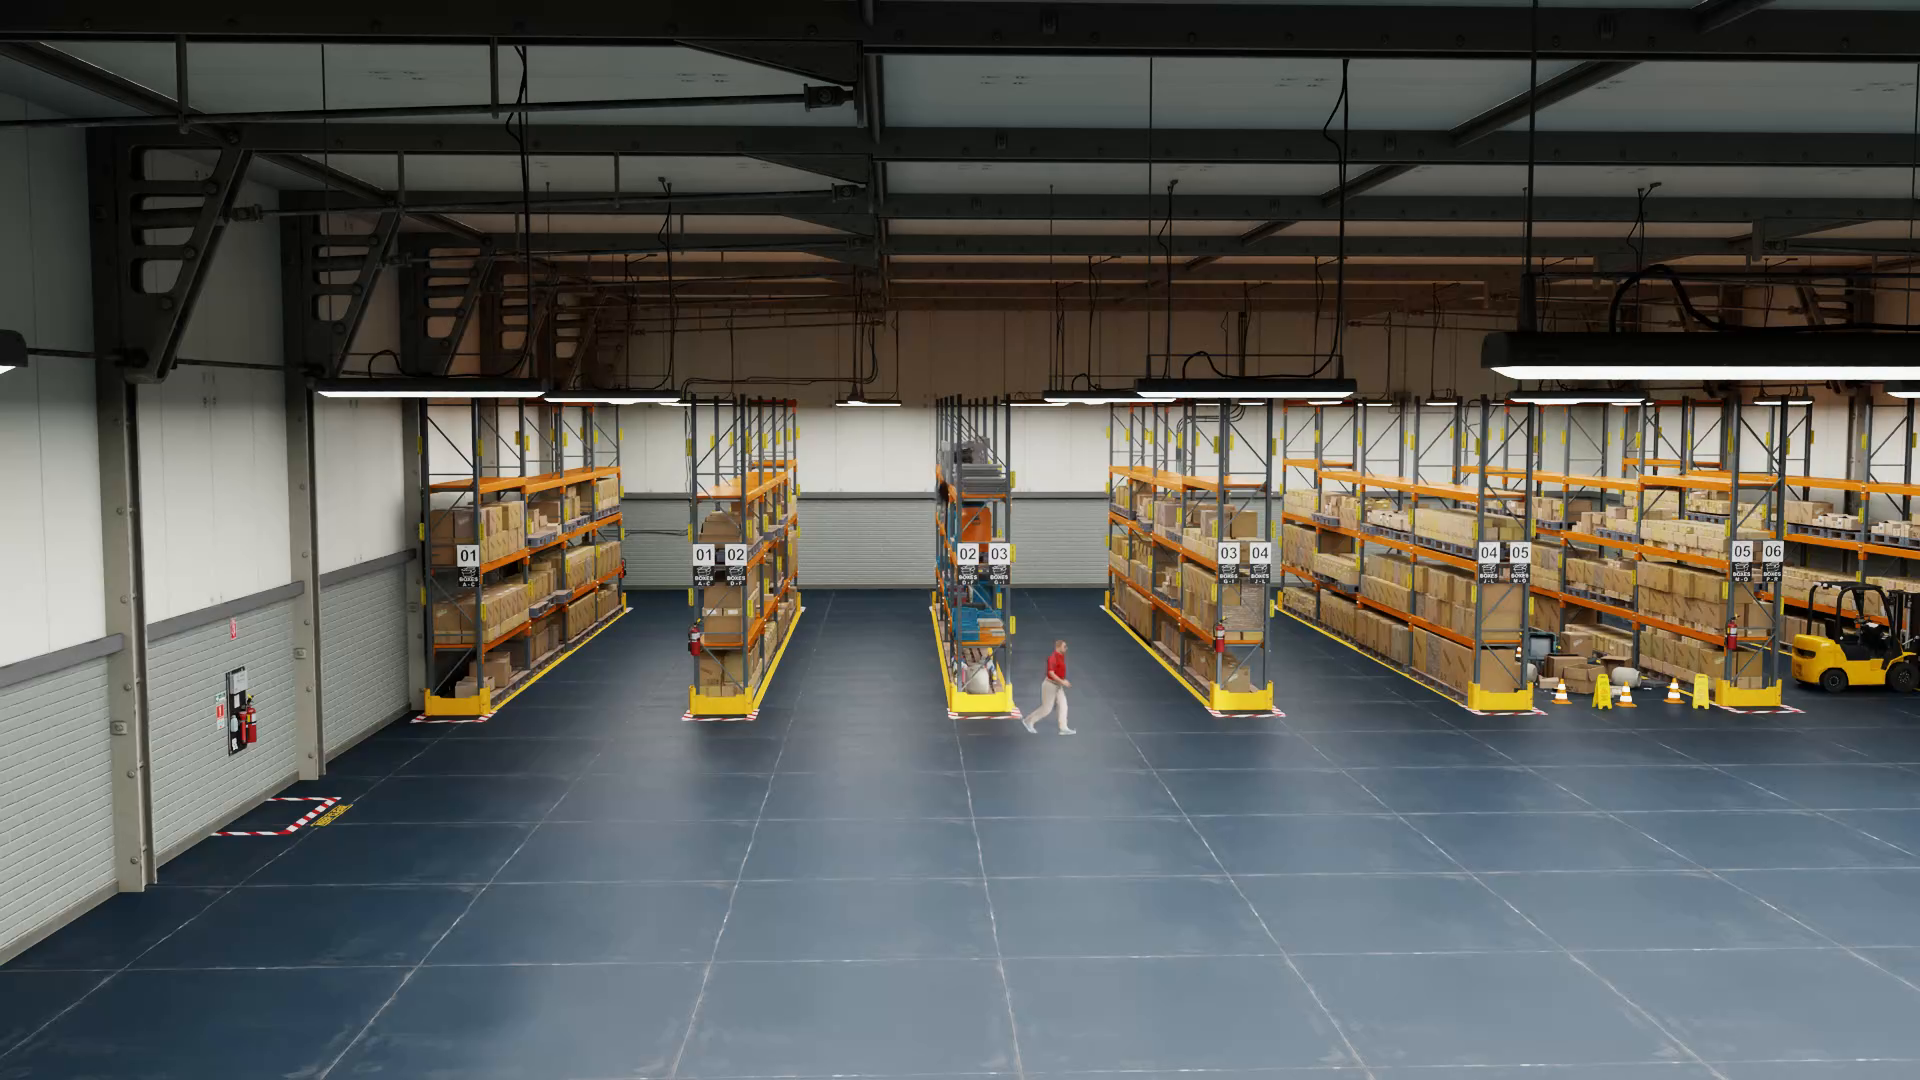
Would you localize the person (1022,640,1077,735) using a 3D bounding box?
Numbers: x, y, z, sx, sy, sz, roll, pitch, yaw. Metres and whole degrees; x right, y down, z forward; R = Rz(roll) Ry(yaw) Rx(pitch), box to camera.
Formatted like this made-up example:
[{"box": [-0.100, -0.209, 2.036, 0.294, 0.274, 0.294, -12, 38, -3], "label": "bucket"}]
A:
[{"box": [1.575, 2.578, 29.079, 0.964, 1.688, 0.621, 2, 5, 20], "label": "person"}]

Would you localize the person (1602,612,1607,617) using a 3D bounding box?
[{"box": [17.403, 1.342, 45.483, 0.608, 1.636, 0.717, -2, 5, -29], "label": "person"}]
